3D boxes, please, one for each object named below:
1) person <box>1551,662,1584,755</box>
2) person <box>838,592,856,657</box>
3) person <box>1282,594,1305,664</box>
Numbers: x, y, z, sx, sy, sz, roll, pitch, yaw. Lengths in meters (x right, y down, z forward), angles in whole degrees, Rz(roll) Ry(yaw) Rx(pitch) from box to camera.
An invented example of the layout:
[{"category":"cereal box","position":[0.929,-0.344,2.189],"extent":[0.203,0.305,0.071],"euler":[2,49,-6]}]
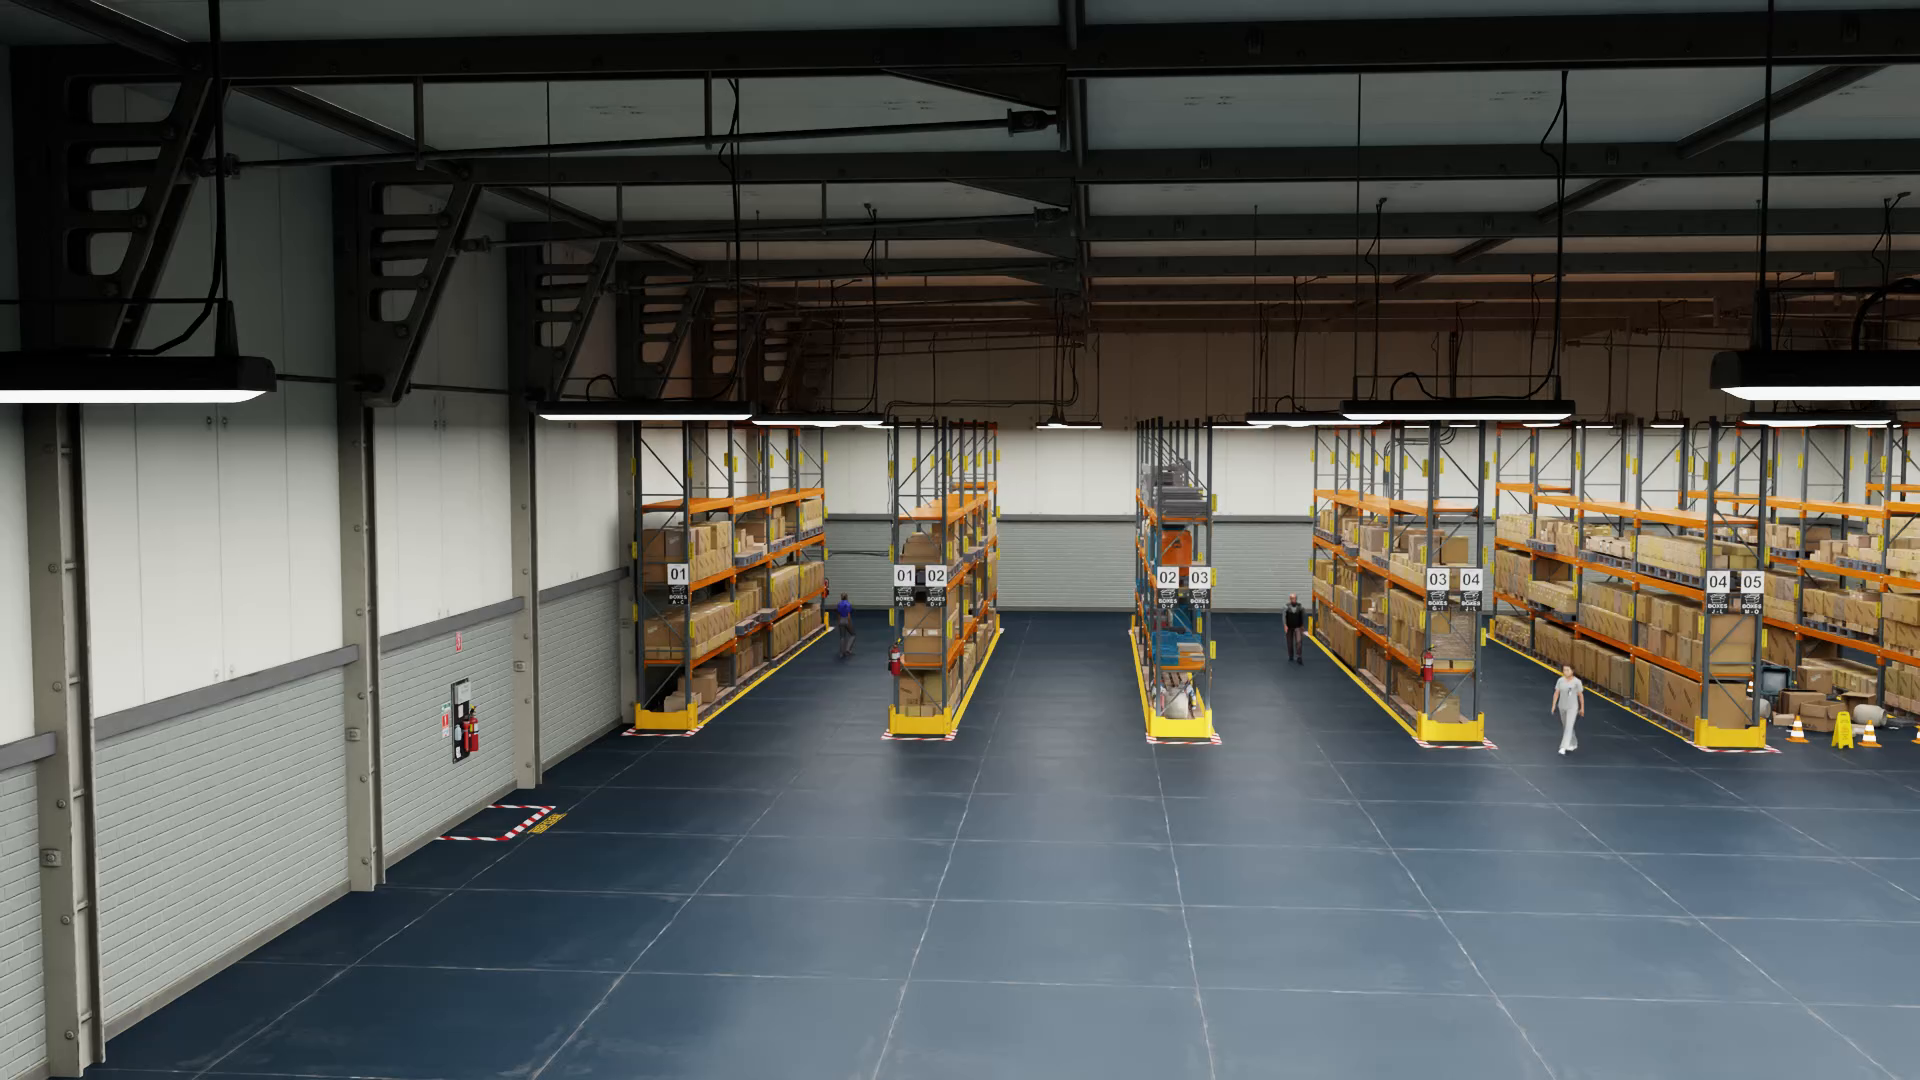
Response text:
[{"category":"person","position":[10.720,2.972,29.415],"extent":[1.044,1.615,0.468],"euler":[-3,5,-42]},{"category":"person","position":[-2.897,2.136,42.196],"extent":[0.489,1.640,0.476],"euler":[2,4,22]},{"category":"person","position":[8.253,2.172,41.139],"extent":[0.554,1.676,0.920],"euler":[1,4,14]}]
